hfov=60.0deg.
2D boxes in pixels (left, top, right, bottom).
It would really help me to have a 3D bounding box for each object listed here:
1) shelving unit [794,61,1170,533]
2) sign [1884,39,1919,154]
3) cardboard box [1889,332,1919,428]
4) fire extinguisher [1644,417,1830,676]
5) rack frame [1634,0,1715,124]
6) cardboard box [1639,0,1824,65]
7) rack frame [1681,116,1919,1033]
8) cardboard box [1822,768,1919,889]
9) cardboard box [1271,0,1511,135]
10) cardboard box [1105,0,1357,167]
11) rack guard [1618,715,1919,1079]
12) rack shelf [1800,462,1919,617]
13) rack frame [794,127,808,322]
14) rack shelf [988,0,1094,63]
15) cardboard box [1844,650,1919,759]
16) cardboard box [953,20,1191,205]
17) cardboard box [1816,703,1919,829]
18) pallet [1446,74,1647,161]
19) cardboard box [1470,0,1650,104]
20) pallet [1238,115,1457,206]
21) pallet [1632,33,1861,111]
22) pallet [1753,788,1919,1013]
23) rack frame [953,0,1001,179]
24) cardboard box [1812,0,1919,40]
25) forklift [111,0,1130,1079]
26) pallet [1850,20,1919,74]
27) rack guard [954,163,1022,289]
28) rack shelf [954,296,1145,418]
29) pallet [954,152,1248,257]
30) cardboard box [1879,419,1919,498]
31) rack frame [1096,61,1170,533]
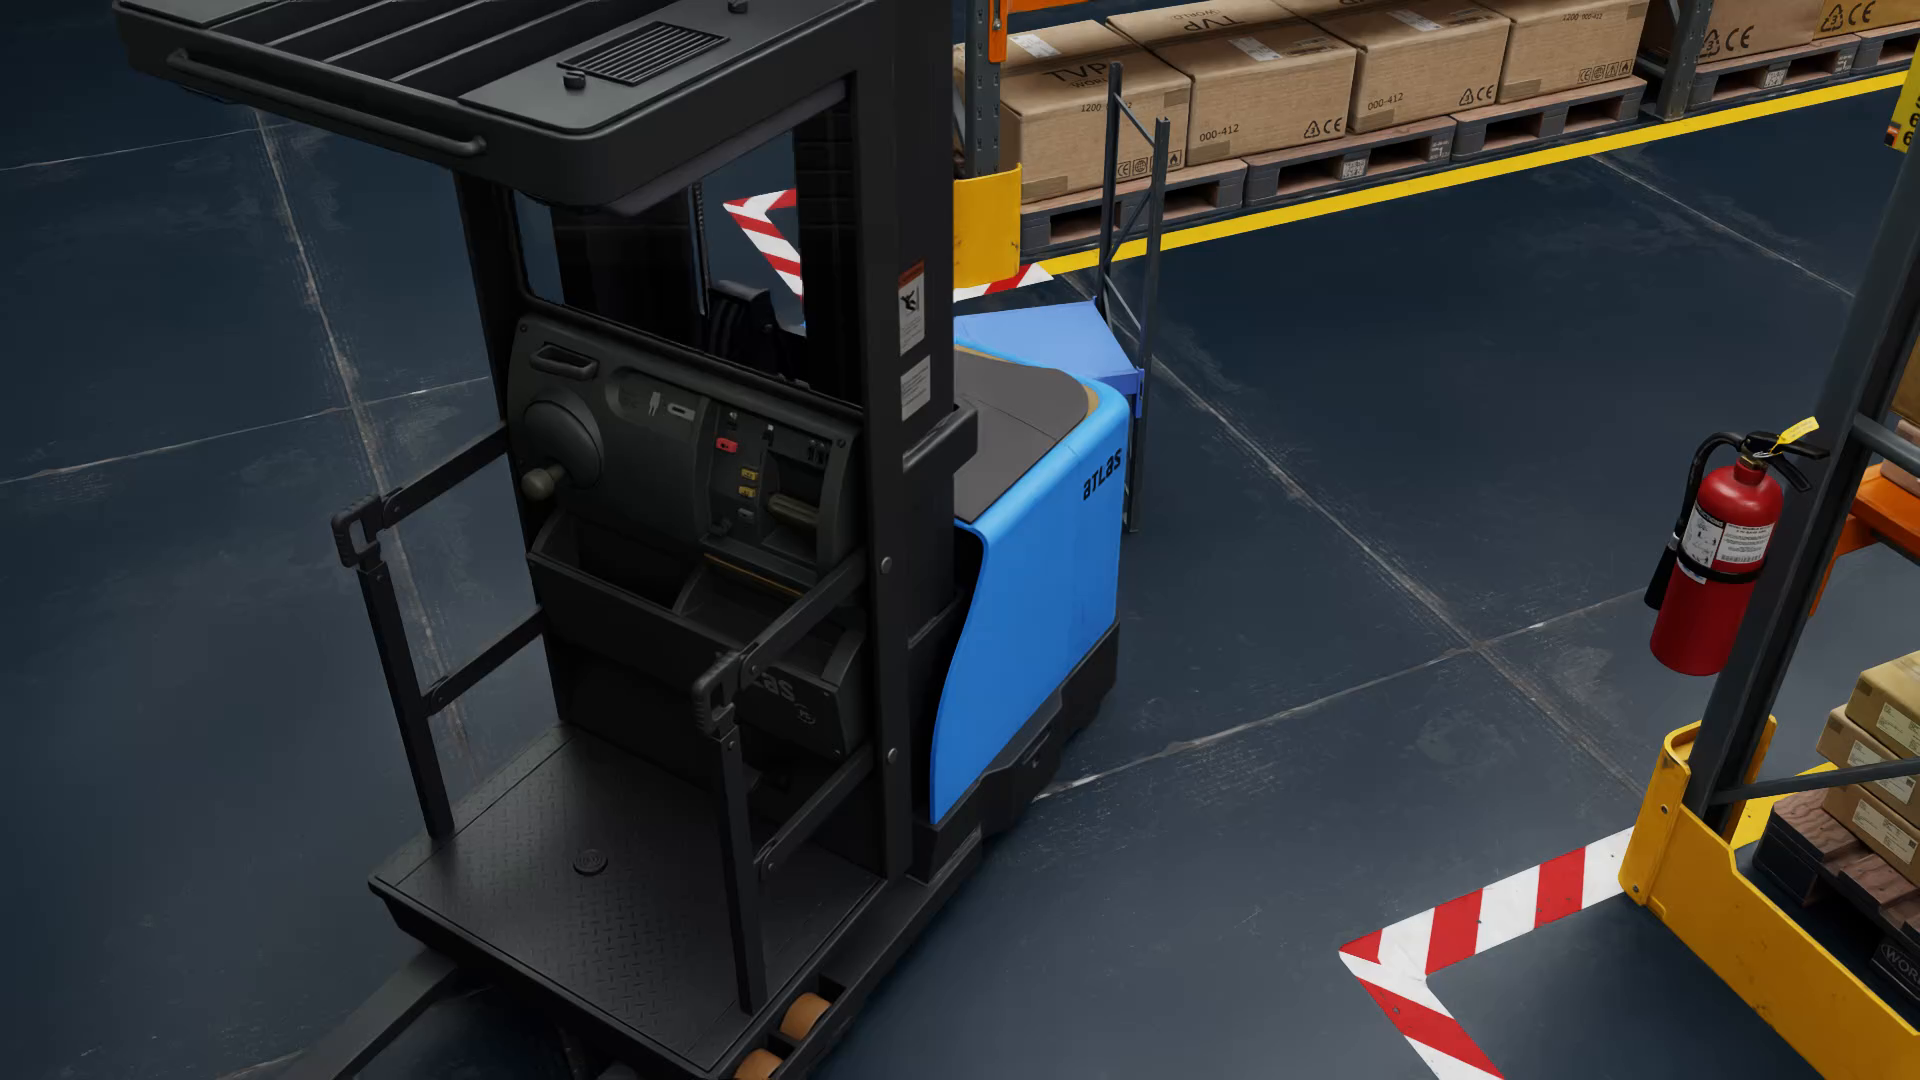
[{"bbox_3d":[0.053,-0.702,5.437,1.048,1.500,0.538,-8,37,-11],"label":"shelving unit"},{"bbox_3d":[1.879,-0.901,3.210,0.005,0.325,0.100,-16,39,-20],"label":"sign"},{"bbox_3d":[2.394,-0.417,3.461,0.500,0.500,0.500,-15,39,-19],"label":"cardboard box"},{"bbox_3d":[1.672,-0.009,3.622,0.183,0.674,0.296,-16,39,-20],"label":"fire extinguisher"},{"bbox_3d":[3.523,-3.661,8.168,0.127,3.000,1.000,-16,39,-20],"label":"rack frame"},{"bbox_3d":[4.050,-3.177,8.946,0.875,0.875,0.875,-14,39,-19],"label":"cardboard box"},{"bbox_3d":[2.096,-0.005,3.239,0.127,3.000,1.000,-16,39,-20],"label":"rack frame"},{"bbox_3d":[2.484,0.726,4.294,0.250,0.149,0.380,-15,39,-19],"label":"cardboard box"},{"bbox_3d":[2.098,-2.473,8.364,0.875,0.438,0.875,-17,40,-21],"label":"cardboard box"},{"bbox_3d":[1.281,-2.246,8.058,0.875,0.438,0.875,-15,39,-19],"label":"cardboard box"},{"bbox_3d":[2.165,0.980,4.009,0.348,0.500,1.175,-16,39,-20],"label":"rack guard"},{"bbox_3d":[3.907,-0.222,4.136,4.000,0.370,1.077,-16,39,-20],"label":"rack shelf"},{"bbox_3d":[-0.441,-0.632,5.343,0.032,1.500,0.500,-8,37,-11],"label":"rack frame"},{"bbox_3d":[1.712,-2.866,7.700,4.000,0.370,1.077,-16,39,-20],"label":"rack shelf"},{"bbox_3d":[2.468,0.462,4.151,0.250,0.149,0.380,-15,39,-19],"label":"cardboard box"},{"bbox_3d":[0.457,-2.009,7.739,0.875,0.438,0.875,-17,40,-21],"label":"cardboard box"},{"bbox_3d":[2.453,0.564,4.262,0.250,0.149,0.380,-17,40,-21],"label":"cardboard box"},{"bbox_3d":[2.801,-2.391,8.796,1.213,0.211,1.003,-16,39,-20],"label":"pallet"},{"bbox_3d":[2.909,-2.700,8.670,0.875,0.438,0.875,-16,40,-21],"label":"cardboard box"},{"bbox_3d":[1.695,-2.080,8.377,1.213,0.211,1.003,-16,39,-20],"label":"pallet"},{"bbox_3d":[4.189,-2.777,9.317,1.213,0.211,1.003,-16,39,-20],"label":"pallet"},{"bbox_3d":[2.915,0.909,4.347,1.213,0.211,1.003,-16,39,-20],"label":"pallet"},{"bbox_3d":[-0.098,-2.649,6.803,0.127,3.000,1.000,-16,39,-20],"label":"rack frame"},{"bbox_3d":[4.864,-3.410,9.260,0.875,0.875,0.875,-14,39,-19],"label":"cardboard box"},{"bbox_3d":[-0.738,-0.134,3.470,1.130,2.935,3.031,21,41,25],"label":"forklift"},{"bbox_3d":[5.295,-3.088,9.737,1.213,0.211,1.003,-16,39,-20],"label":"pallet"},{"bbox_3d":[-0.120,-1.639,7.540,0.348,0.500,1.175,-16,39,-20],"label":"rack guard"},{"bbox_3d":[0.053,-0.557,5.545,1.000,0.185,0.538,-8,37,-11],"label":"rack shelf"},{"bbox_3d":[0.592,-1.773,7.964,1.213,0.211,1.003,-16,39,-20],"label":"pallet"},{"bbox_3d":[2.271,-0.139,3.630,0.250,0.149,0.380,-16,39,-20],"label":"cardboard box"},{"bbox_3d":[0.548,-0.772,5.532,0.032,1.500,0.500,-8,37,-11],"label":"rack frame"}]
